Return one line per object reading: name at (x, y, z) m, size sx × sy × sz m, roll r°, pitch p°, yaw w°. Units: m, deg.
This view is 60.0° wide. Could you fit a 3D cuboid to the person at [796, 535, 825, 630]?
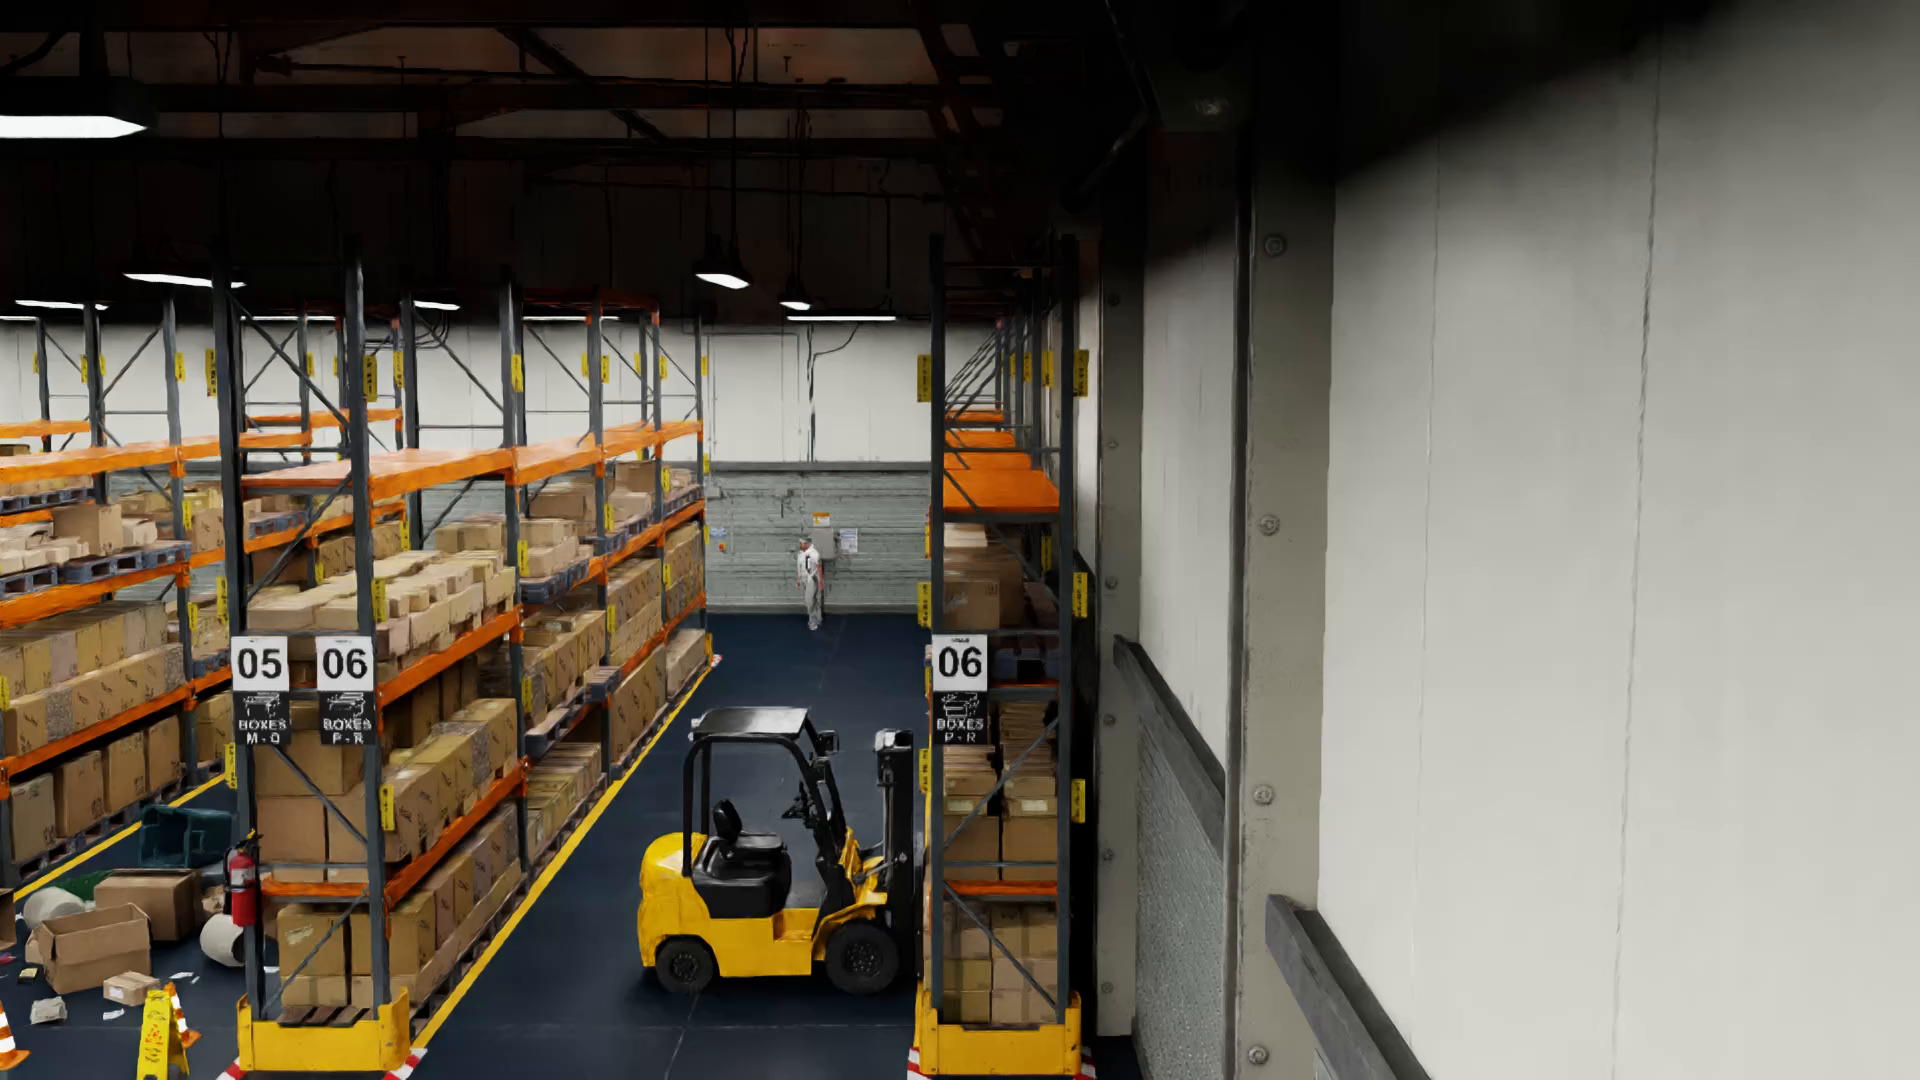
person at (-2.838, 0.791, 31.820) m, size 0.479 × 1.791 × 0.657 m, roll -5°, pitch 8°, yaw -36°
